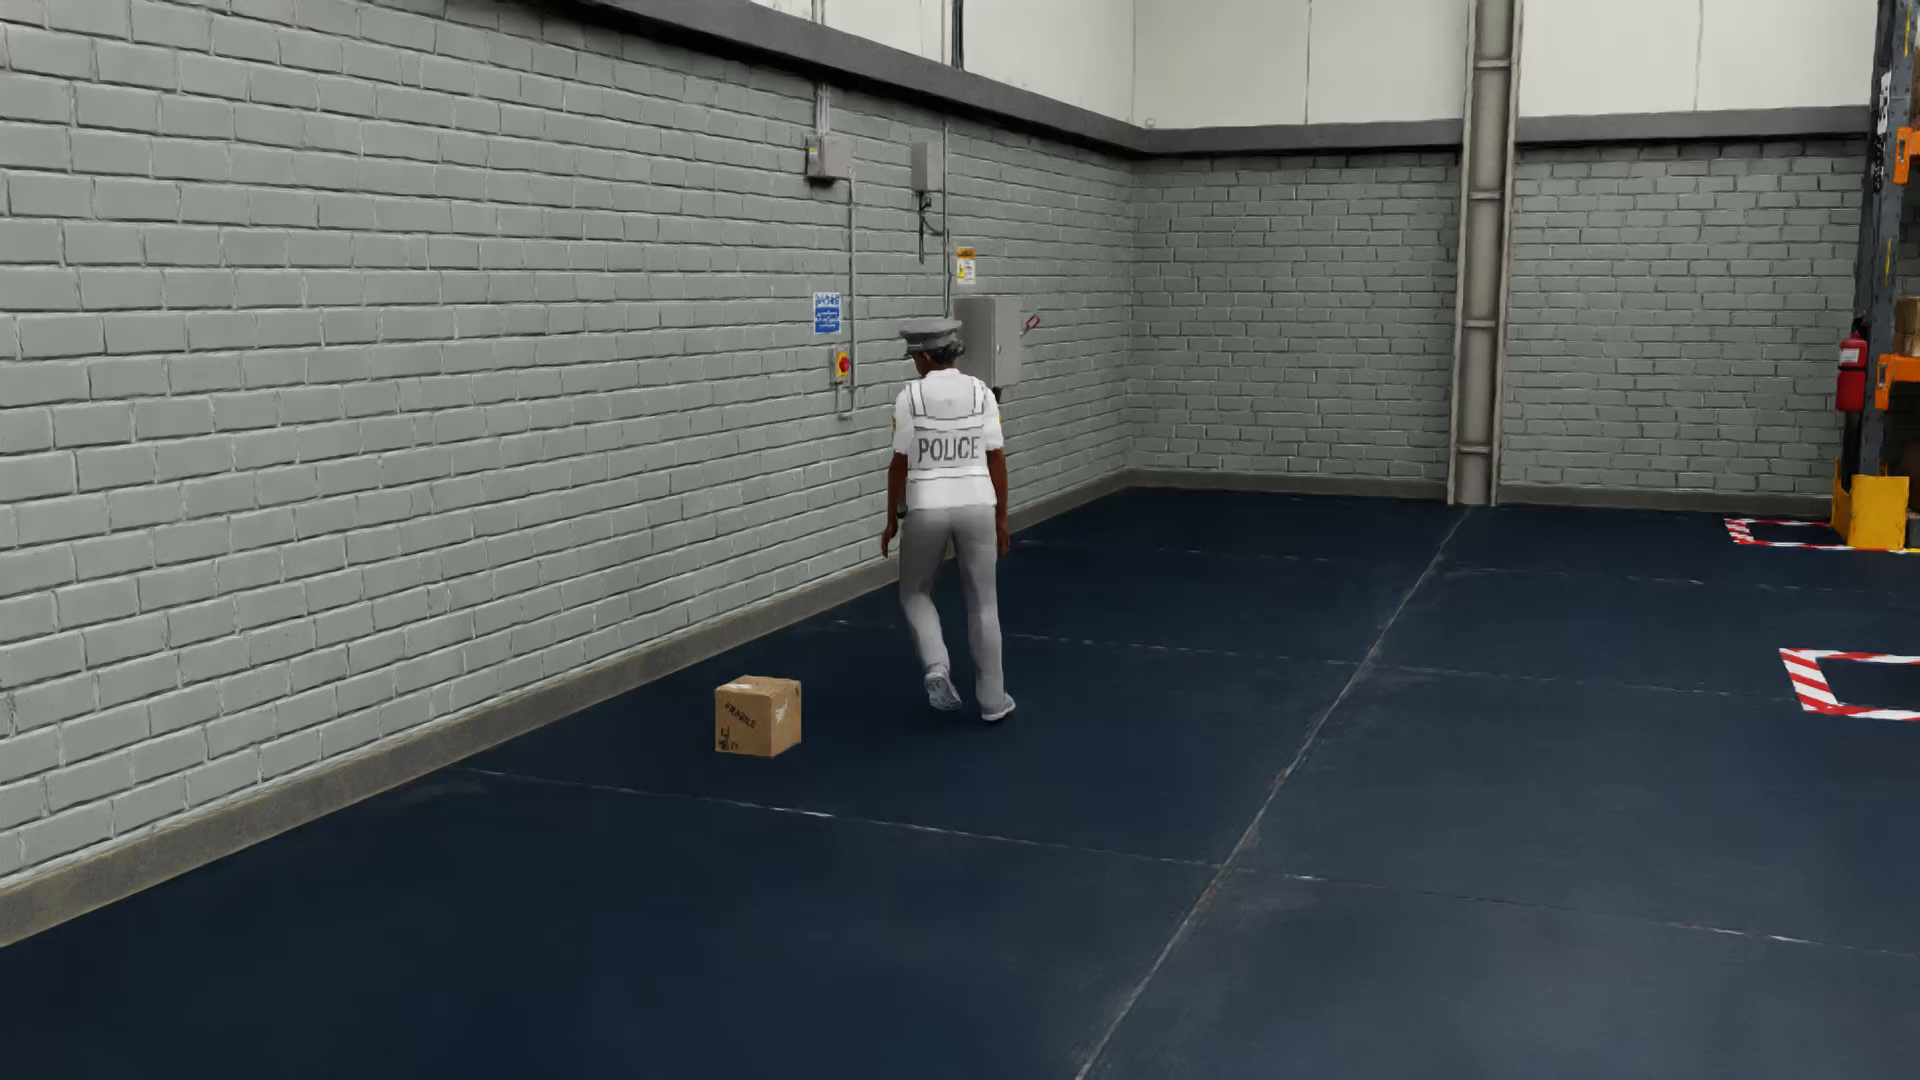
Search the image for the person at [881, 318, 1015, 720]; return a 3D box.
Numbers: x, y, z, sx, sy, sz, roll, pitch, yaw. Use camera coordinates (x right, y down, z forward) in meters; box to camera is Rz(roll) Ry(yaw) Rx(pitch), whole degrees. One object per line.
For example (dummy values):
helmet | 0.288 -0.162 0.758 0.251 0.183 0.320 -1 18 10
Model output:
person | -0.036 -0.072 6.762 0.564 1.646 0.475 -1 9 -6
